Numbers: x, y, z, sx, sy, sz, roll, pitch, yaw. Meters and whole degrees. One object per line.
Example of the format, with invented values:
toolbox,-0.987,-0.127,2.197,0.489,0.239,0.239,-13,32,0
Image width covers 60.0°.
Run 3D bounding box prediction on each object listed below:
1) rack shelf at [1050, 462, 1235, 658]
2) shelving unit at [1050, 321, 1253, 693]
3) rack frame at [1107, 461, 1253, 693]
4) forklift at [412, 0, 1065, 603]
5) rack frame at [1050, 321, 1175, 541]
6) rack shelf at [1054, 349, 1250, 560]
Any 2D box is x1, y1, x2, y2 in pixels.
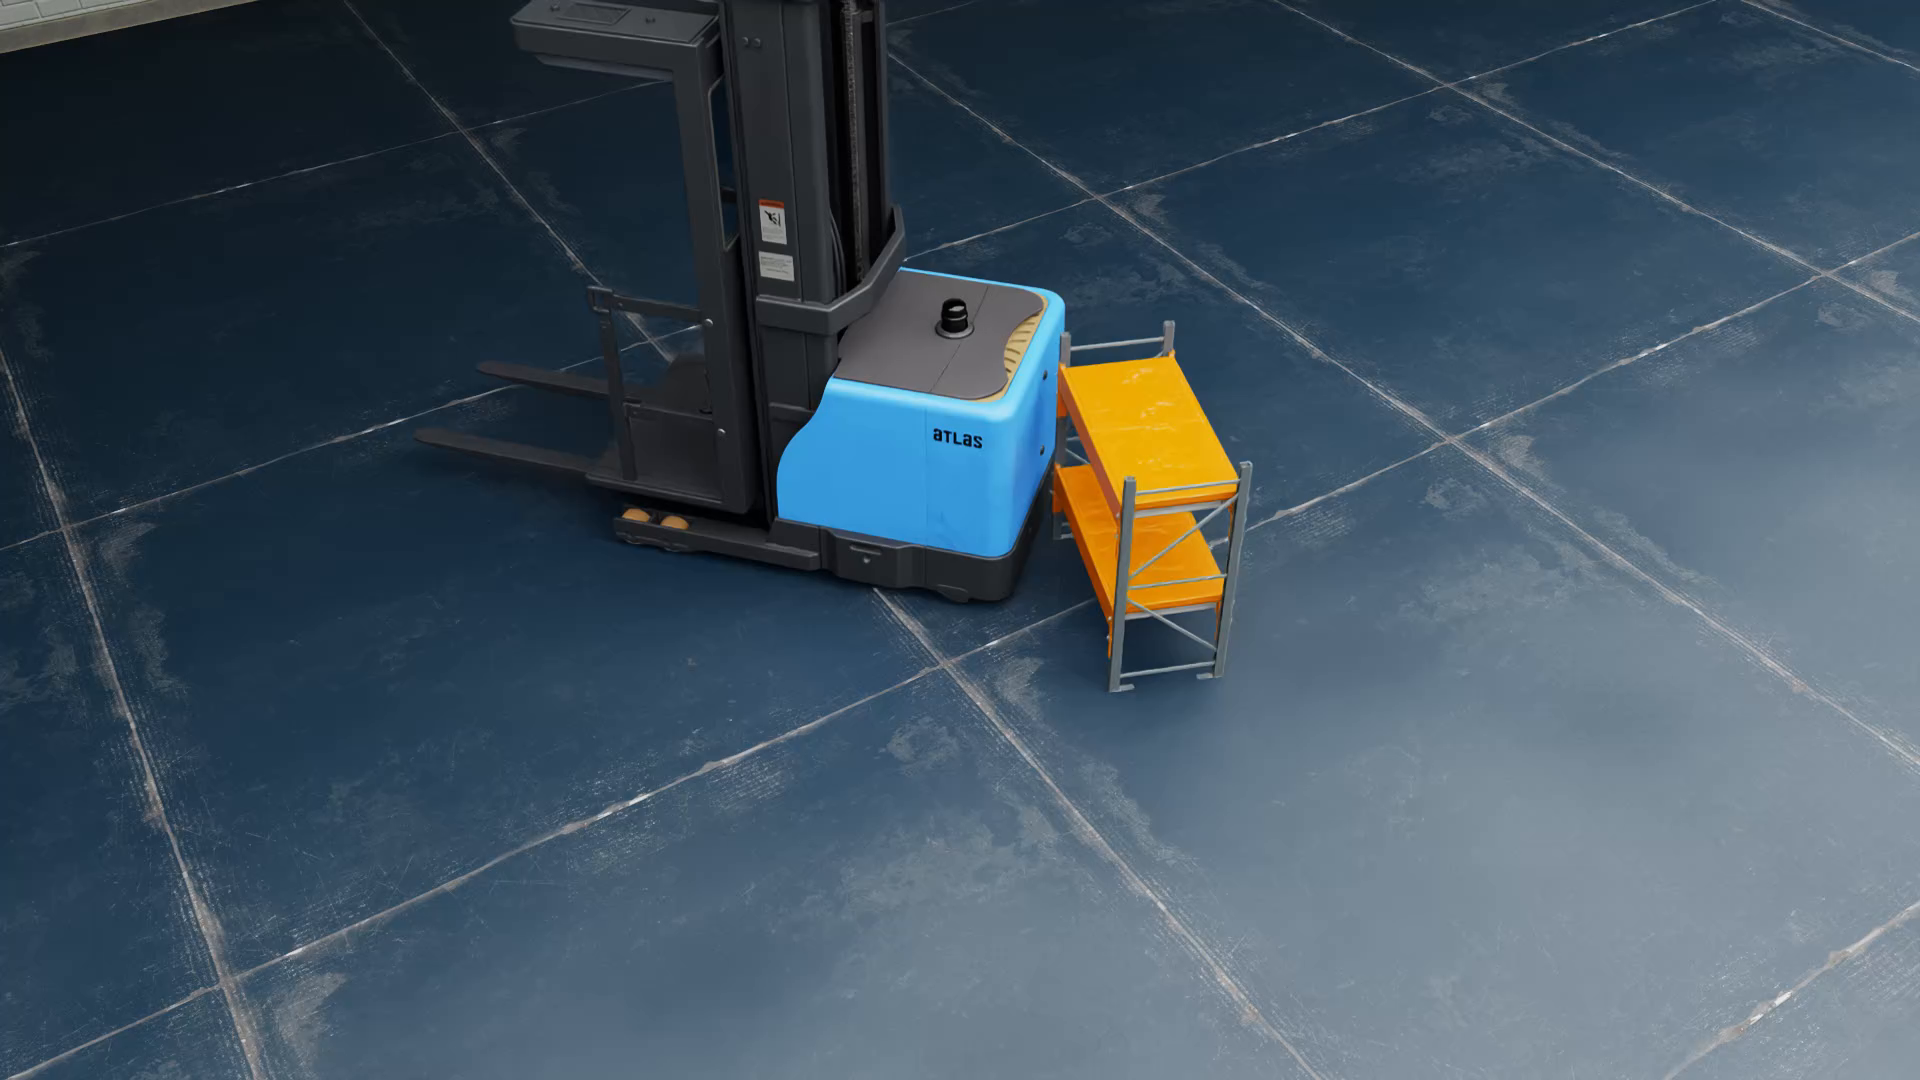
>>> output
rack shelf,0.769,0.040,7.206,0.538,0.278,1.000,-7,40,-9
shelving unit,0.769,-0.148,7.049,0.538,1.125,1.048,-7,40,-9
rack frame,0.868,0.171,6.666,0.500,1.125,0.032,-7,40,-9
forklift,-1.094,-1.382,7.119,3.031,2.935,1.130,11,41,13
rack frame,0.671,-0.467,7.432,0.500,1.125,0.032,-7,40,-9
rack shelf,0.769,-0.373,6.862,0.538,0.278,1.000,-7,40,-9
